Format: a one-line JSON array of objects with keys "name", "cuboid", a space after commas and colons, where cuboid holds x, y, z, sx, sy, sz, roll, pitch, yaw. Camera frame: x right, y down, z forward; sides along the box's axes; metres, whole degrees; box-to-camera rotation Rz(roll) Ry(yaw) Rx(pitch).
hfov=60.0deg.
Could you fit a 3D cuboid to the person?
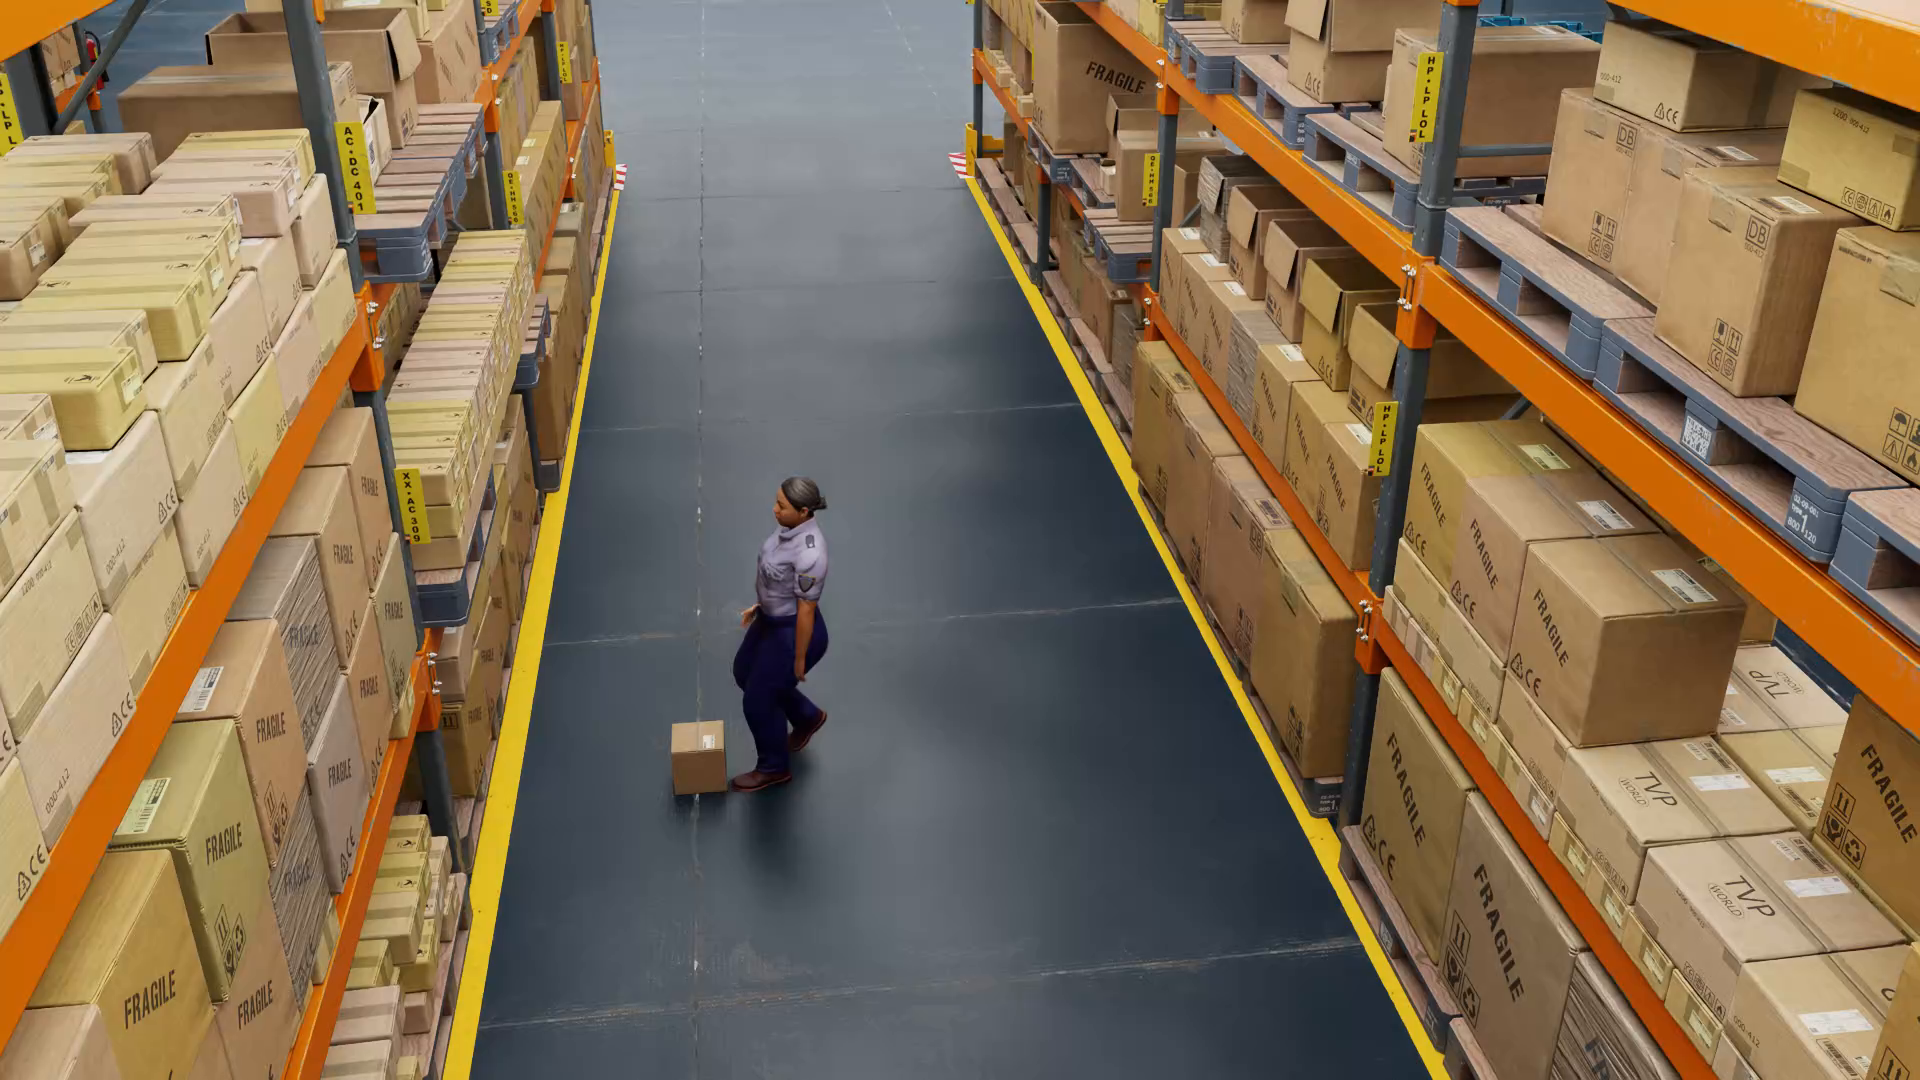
[{"name": "person", "cuboid": [-0.870, 0.435, 7.847, 0.537, 1.608, 0.496, -7, 28, -12]}]
